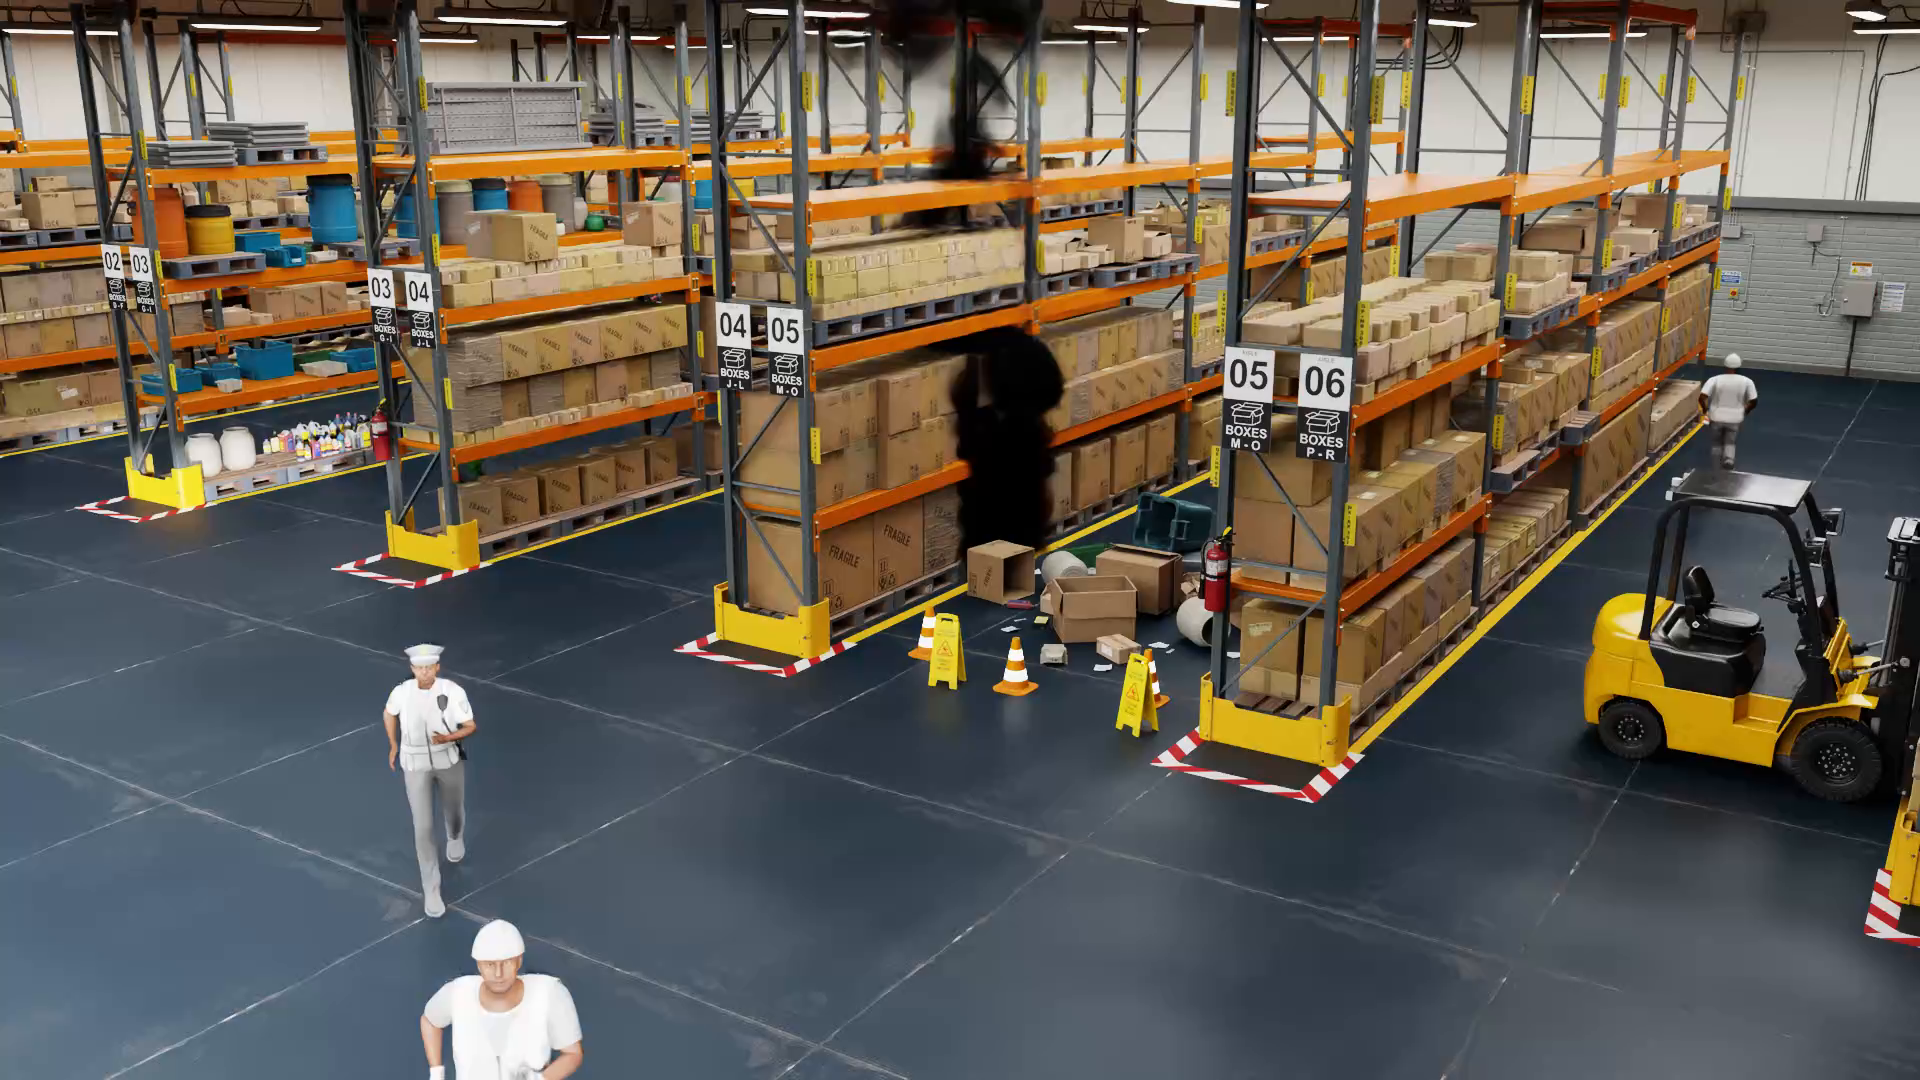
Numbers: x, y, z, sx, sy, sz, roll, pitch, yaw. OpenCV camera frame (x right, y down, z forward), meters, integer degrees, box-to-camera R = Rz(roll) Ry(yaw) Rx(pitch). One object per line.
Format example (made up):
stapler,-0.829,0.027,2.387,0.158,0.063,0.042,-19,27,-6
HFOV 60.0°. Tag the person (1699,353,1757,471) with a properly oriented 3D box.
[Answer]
person,9.943,-1.558,21.615,0.699,1.738,0.758,6,17,20

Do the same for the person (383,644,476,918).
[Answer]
person,-3.411,1.457,10.744,0.555,1.693,0.935,-5,16,-16

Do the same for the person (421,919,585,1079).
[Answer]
person,-1.910,2.467,7.036,0.657,1.843,0.768,-5,16,-17

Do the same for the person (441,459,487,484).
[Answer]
person,-6.069,-1.235,20.322,0.641,1.785,0.702,7,17,23
